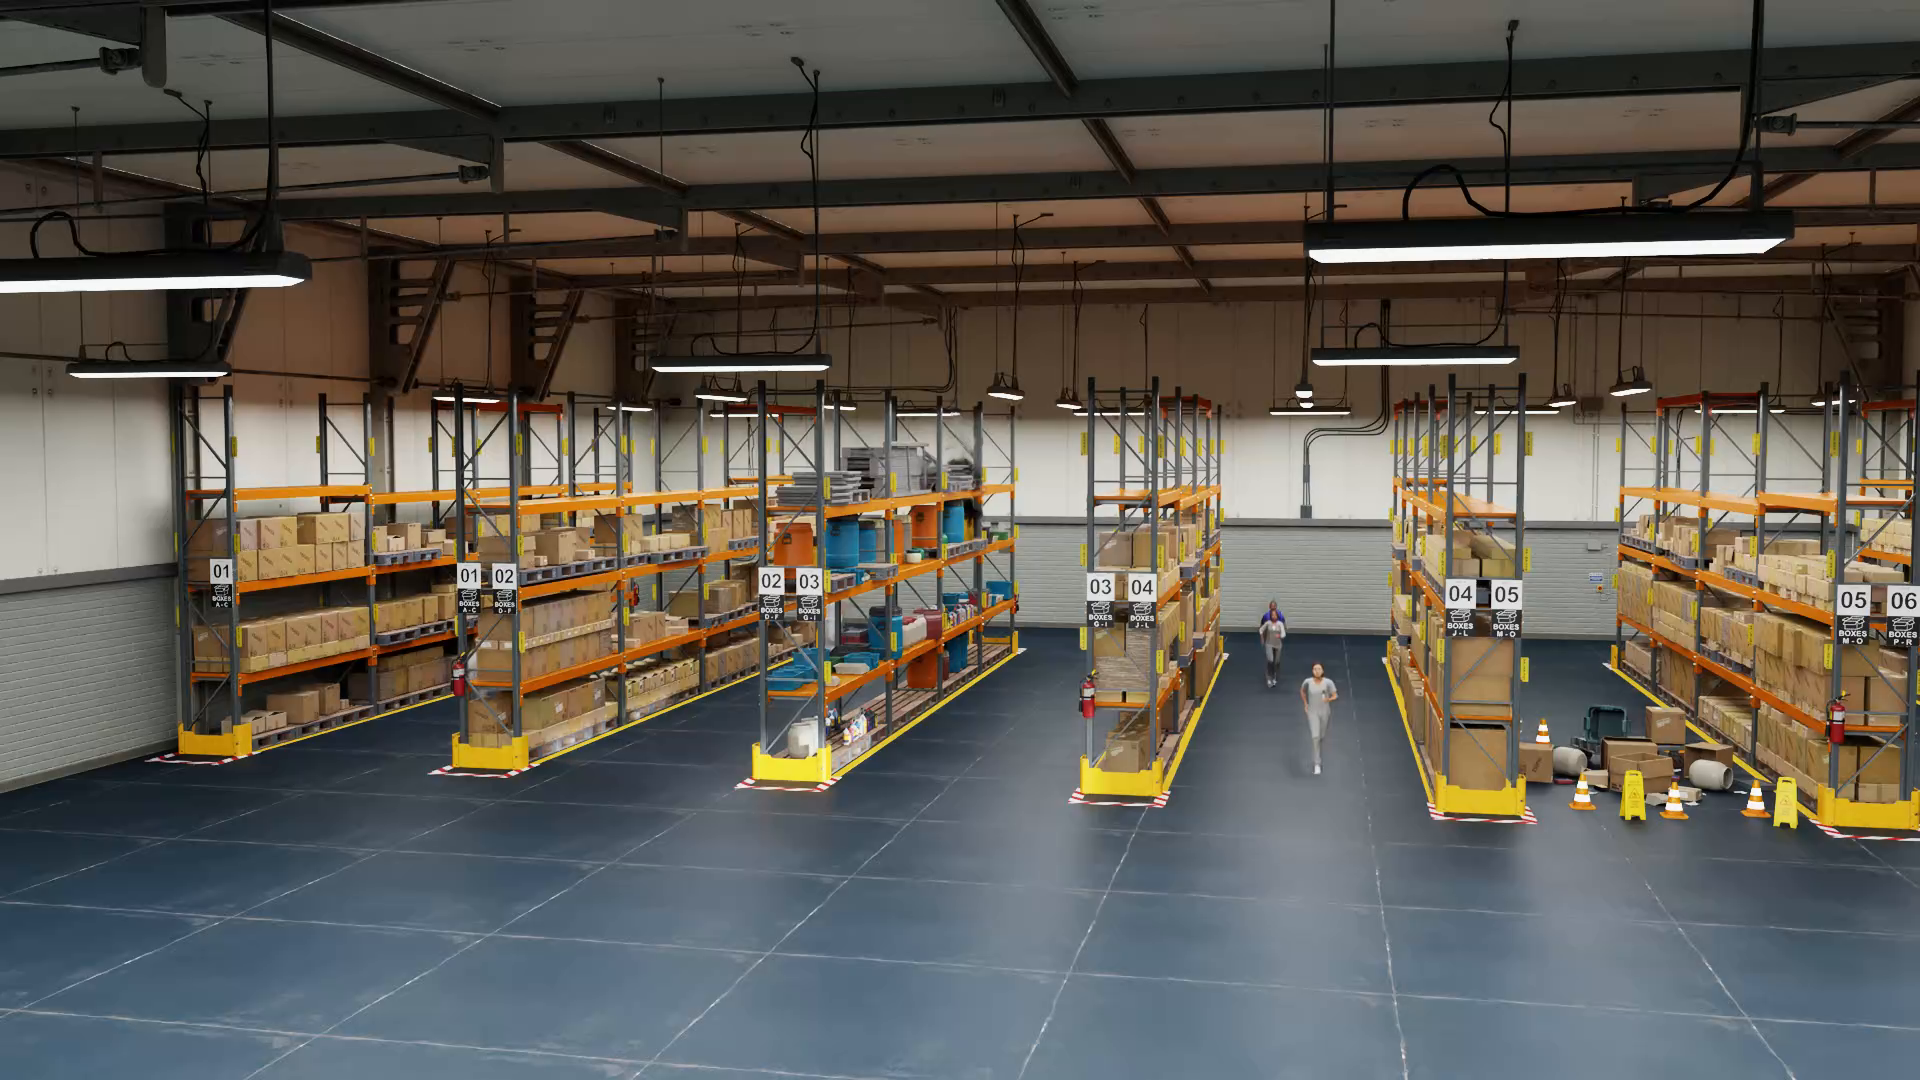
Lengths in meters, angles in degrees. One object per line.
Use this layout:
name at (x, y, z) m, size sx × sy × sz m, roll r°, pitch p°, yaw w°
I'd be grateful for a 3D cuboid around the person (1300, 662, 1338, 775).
person at (5.566, 2.722, 25.762) m, size 0.553 × 1.691 × 0.896 m, roll 0°, pitch 3°, yaw 6°

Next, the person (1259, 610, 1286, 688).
person at (6.523, 2.264, 34.660) m, size 0.503 × 1.627 × 0.691 m, roll 0°, pitch 3°, yaw 1°

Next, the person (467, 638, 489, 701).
person at (-8.464, 2.553, 29.299) m, size 0.607 × 1.667 × 0.841 m, roll 0°, pitch 3°, yaw 6°

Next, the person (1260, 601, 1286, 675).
person at (6.880, 2.151, 36.571) m, size 0.562 × 1.609 × 0.561 m, roll 1°, pitch 3°, yaw 11°

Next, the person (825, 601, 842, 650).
person at (-2.896, 1.786, 35.941) m, size 0.645 × 1.839 × 0.821 m, roll 0°, pitch 3°, yaw 2°
